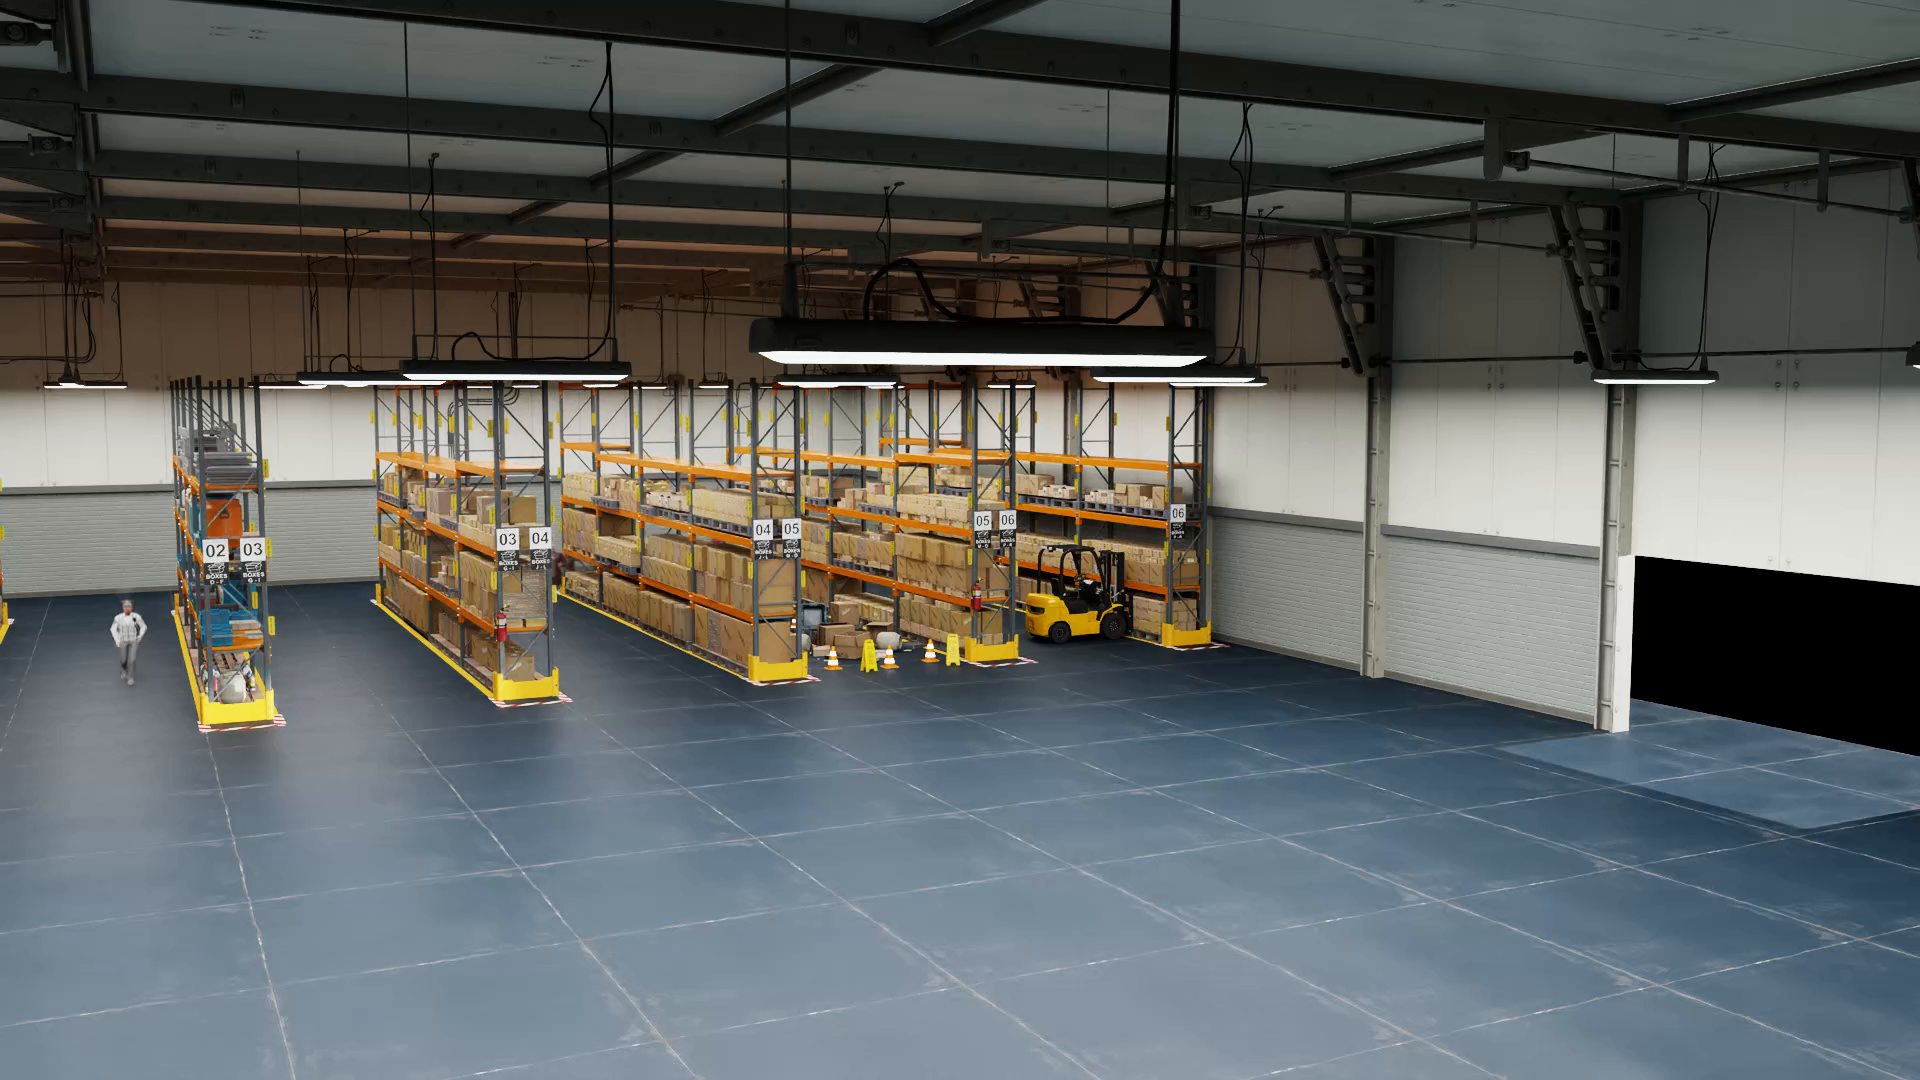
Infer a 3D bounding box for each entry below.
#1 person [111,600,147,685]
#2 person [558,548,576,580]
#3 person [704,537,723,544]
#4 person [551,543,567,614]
[{"bbox_3d":[-16.341,1.993,32.737,0.638,1.669,0.547,-3,6,-26],"label":"person"},{"bbox_3d":[-11.385,0.531,48.632,0.711,1.698,0.707,-3,6,-26],"label":"person"},{"bbox_3d":[-7.501,0.379,50.778,0.713,1.757,0.661,-1,5,-12],"label":"person"},{"bbox_3d":[-10.594,0.978,43.357,0.679,1.817,0.975,-2,6,-23],"label":"person"}]
